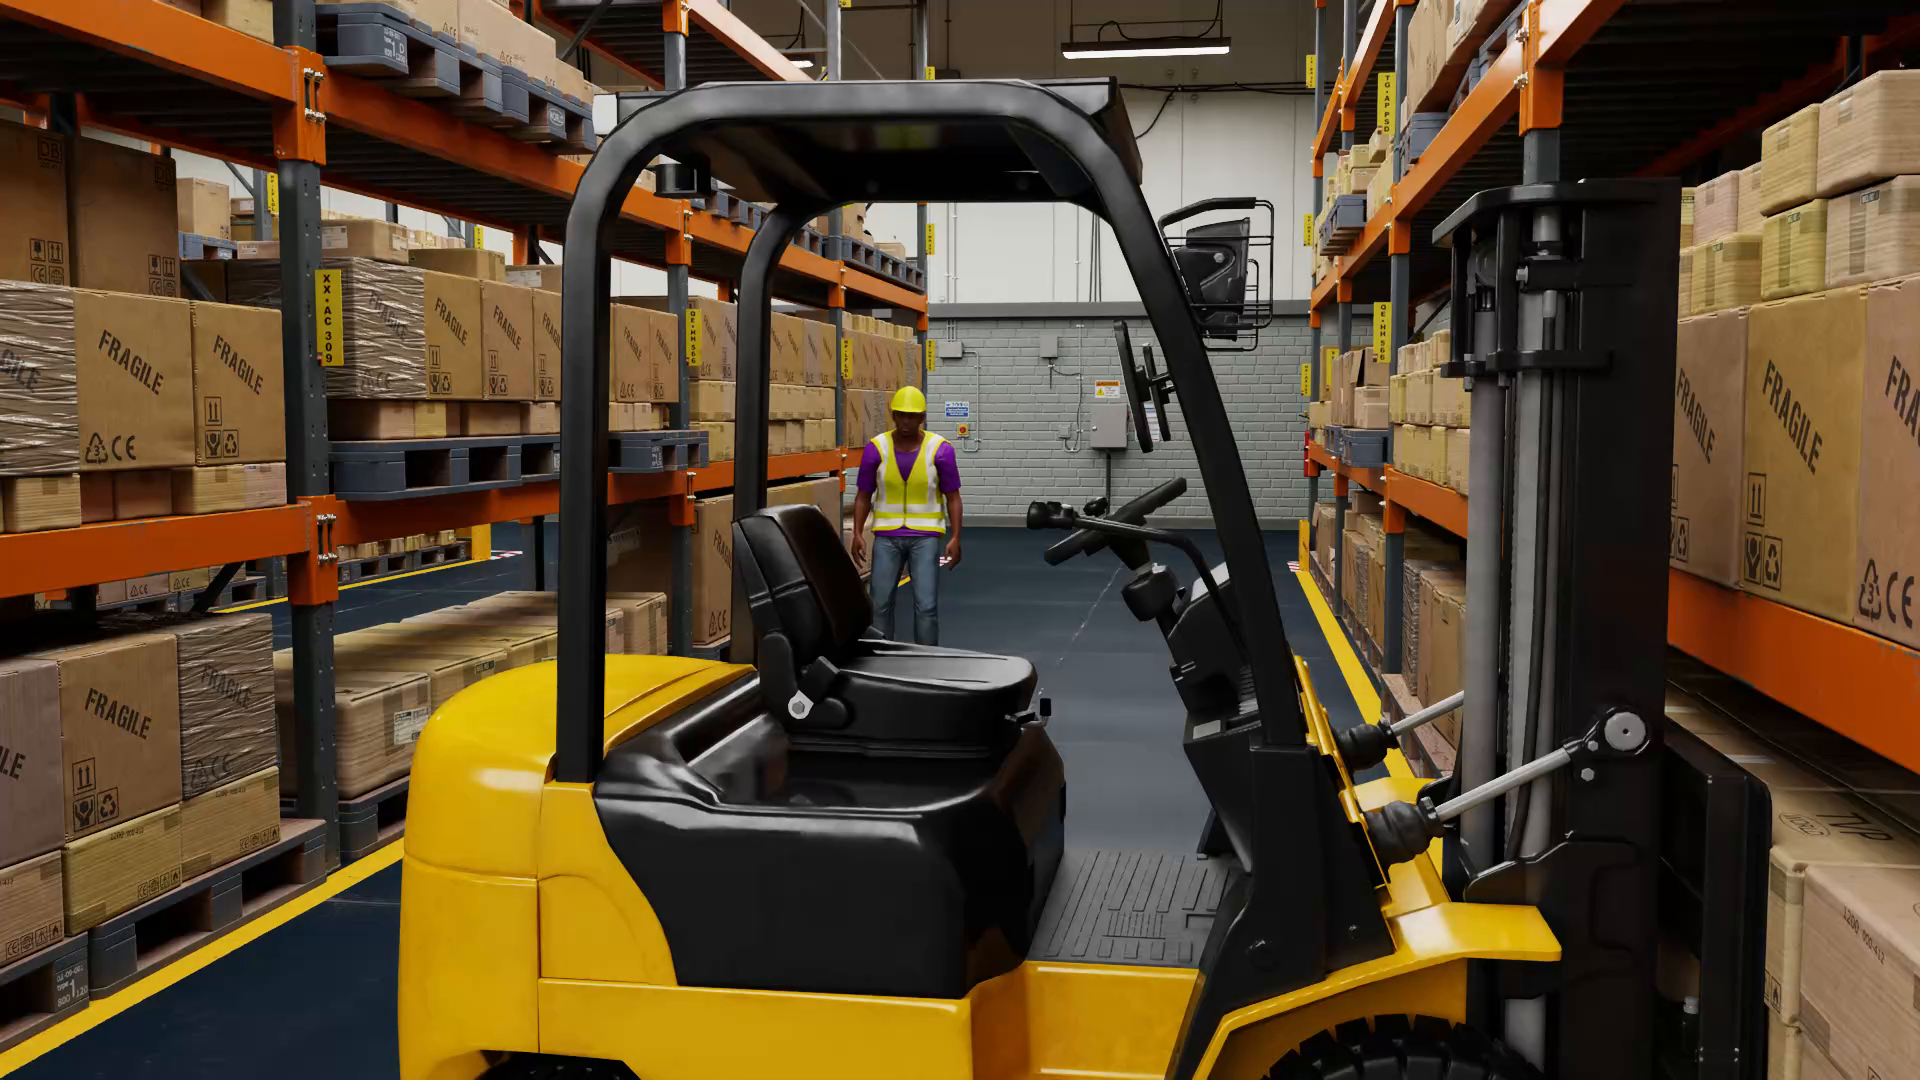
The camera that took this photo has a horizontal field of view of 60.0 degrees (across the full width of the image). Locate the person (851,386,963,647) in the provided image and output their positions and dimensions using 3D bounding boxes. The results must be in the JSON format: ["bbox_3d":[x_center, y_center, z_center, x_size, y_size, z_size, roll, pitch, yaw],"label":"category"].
[{"bbox_3d":[-0.307,-0.003,9.565,0.638,1.761,0.457,1,4,7],"label":"person"}]
